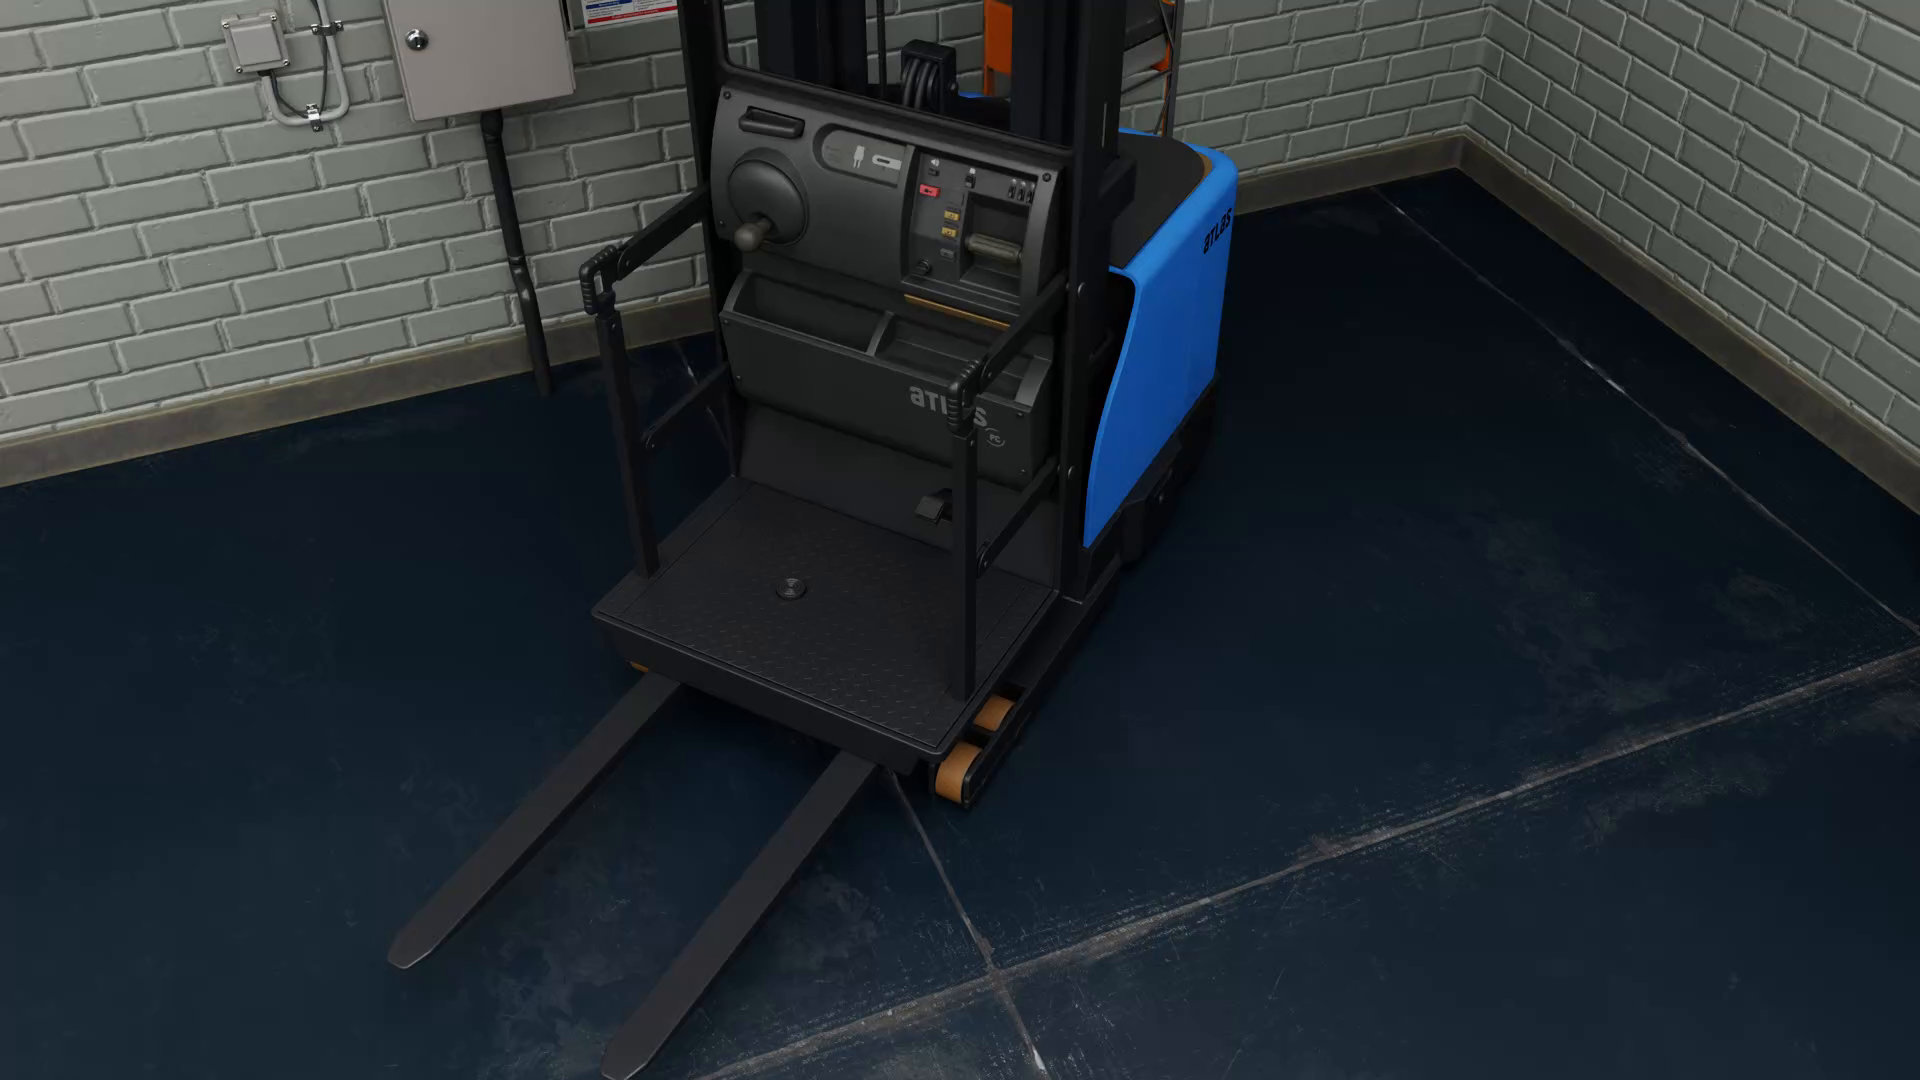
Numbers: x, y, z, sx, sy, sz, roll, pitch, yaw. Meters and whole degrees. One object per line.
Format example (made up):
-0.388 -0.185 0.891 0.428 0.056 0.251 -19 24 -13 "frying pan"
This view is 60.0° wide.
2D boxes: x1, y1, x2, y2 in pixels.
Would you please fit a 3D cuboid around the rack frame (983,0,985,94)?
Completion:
0.221 -1.670 5.581 0.015 2.100 0.400 33 50 32 "rack frame"

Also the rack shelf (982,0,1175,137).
0.395 -1.548 5.460 0.480 0.518 0.431 33 50 32 "rack shelf"

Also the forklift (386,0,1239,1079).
-0.300 -0.750 3.874 1.130 2.935 3.031 19 44 21 "forklift"

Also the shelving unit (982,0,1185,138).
0.395 -1.558 5.451 0.503 2.100 0.431 33 50 32 "shelving unit"

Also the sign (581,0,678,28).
-1.043 -1.860 5.185 0.329 0.494 0.001 -15 43 -17 "sign"

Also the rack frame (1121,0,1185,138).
0.568 -1.446 5.321 0.015 2.100 0.400 33 50 32 "rack frame"

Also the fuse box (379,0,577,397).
-1.420 -1.160 5.286 0.539 1.711 0.414 -15 43 -17 "fuse box"

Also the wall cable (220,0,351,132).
-2.111 -1.958 4.447 0.588 1.984 0.122 -15 43 -17 "wall cable"
